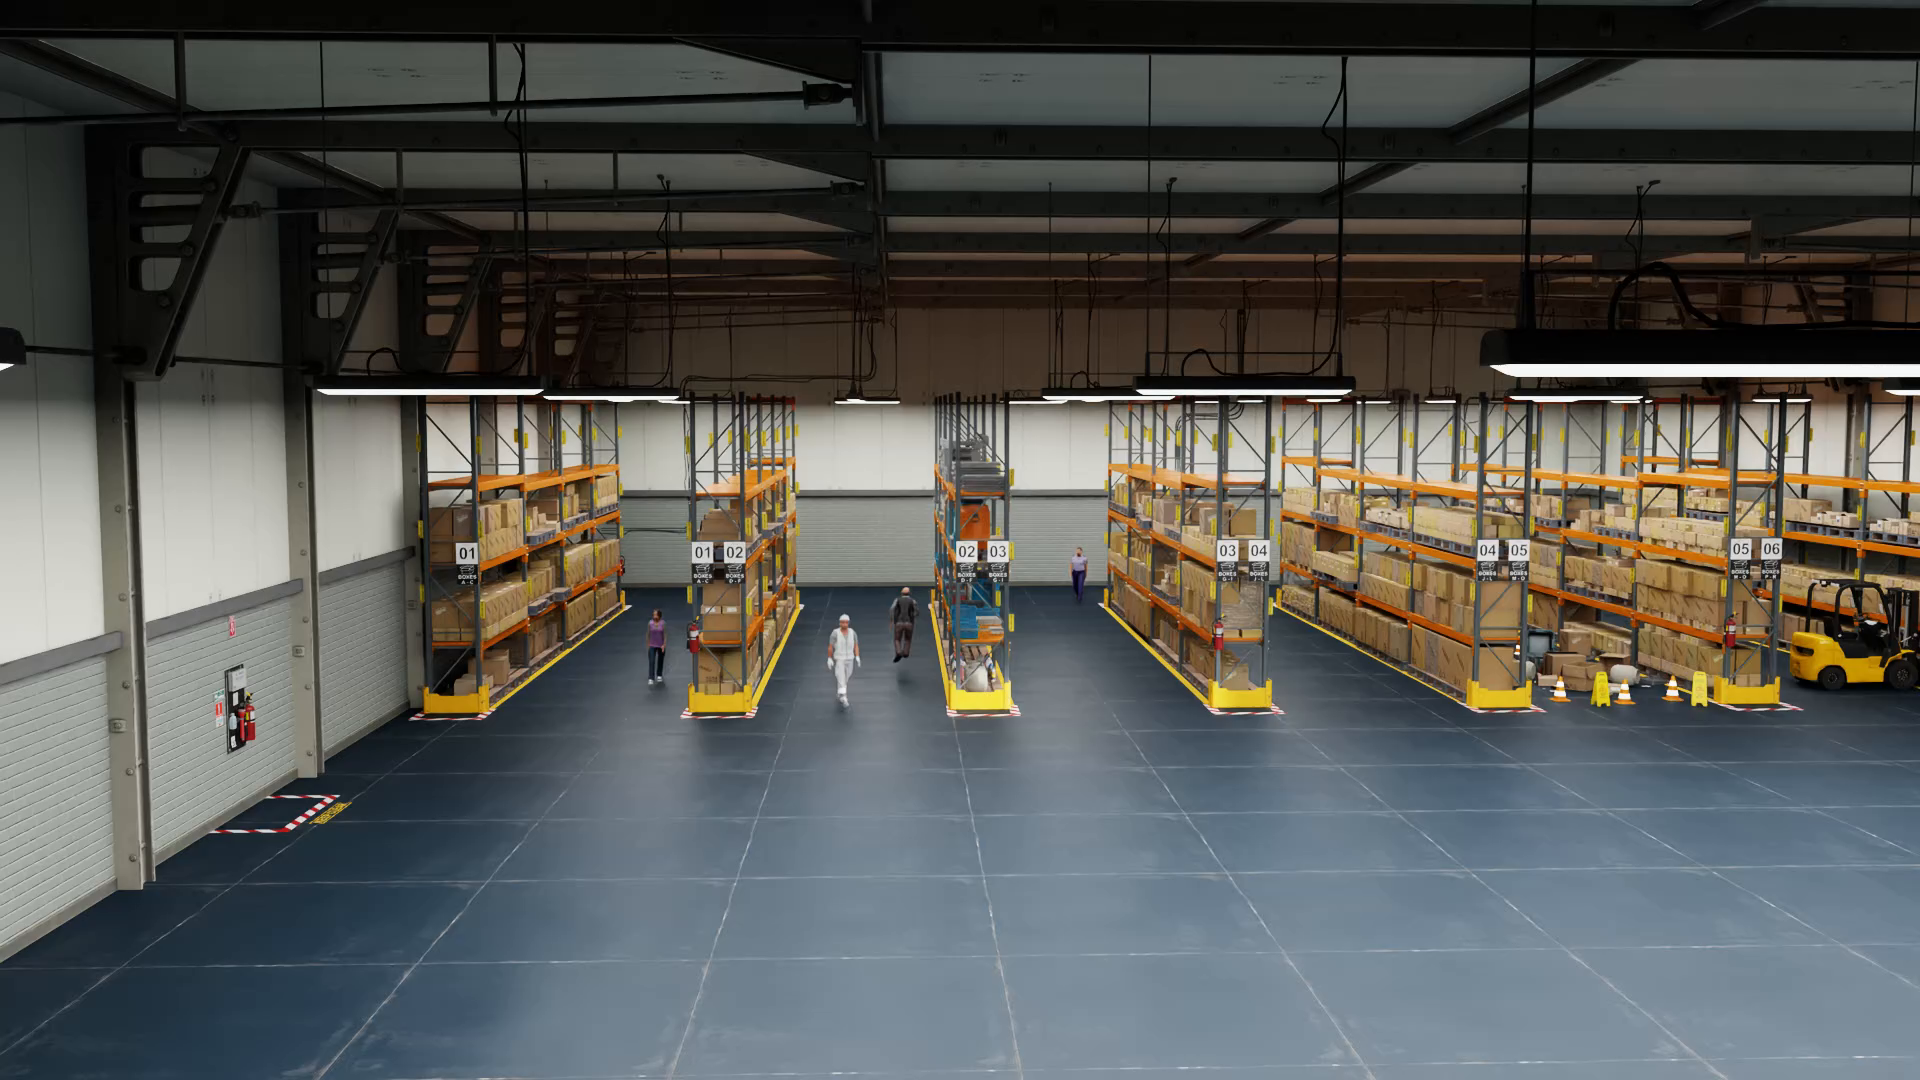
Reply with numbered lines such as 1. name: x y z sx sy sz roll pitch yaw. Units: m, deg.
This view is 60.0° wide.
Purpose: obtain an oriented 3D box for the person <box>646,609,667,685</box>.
1. person: -6.230 2.192 34.157 0.434 1.546 0.967 -1 5 -15

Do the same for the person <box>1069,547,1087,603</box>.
1. person: 3.474 1.016 48.698 0.493 1.573 0.986 1 5 17

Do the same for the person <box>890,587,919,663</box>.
1. person: -1.212 1.849 36.258 0.644 1.617 0.751 0 5 -1

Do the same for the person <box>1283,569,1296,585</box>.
1. person: 9.949 0.879 49.855 0.617 1.669 0.459 -4 6 -43

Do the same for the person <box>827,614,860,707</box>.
1. person: -2.176 2.285 31.701 0.559 1.731 1.039 -3 5 -29
